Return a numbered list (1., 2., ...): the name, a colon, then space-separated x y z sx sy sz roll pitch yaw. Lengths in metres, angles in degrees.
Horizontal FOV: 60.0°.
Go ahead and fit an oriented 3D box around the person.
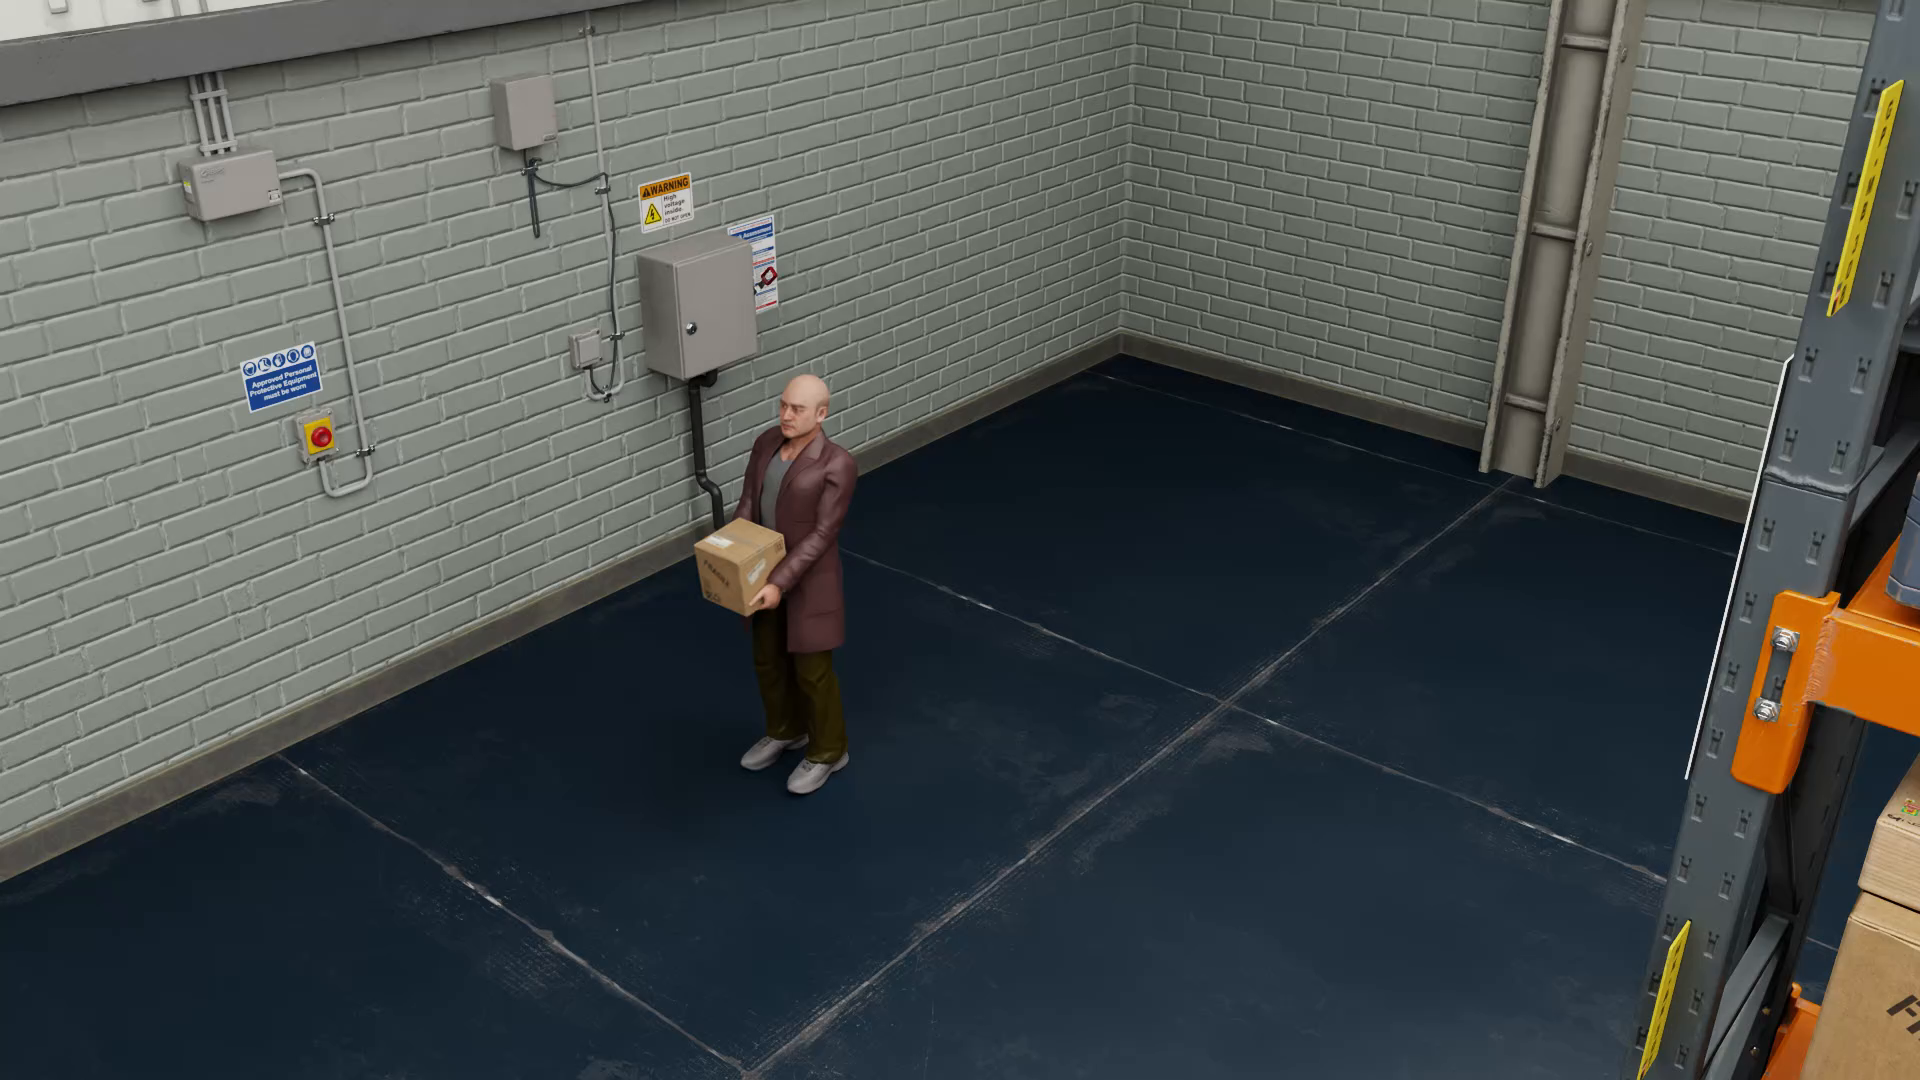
1. person: -0.729 0.209 6.730 0.530 1.769 0.562 21 33 35
